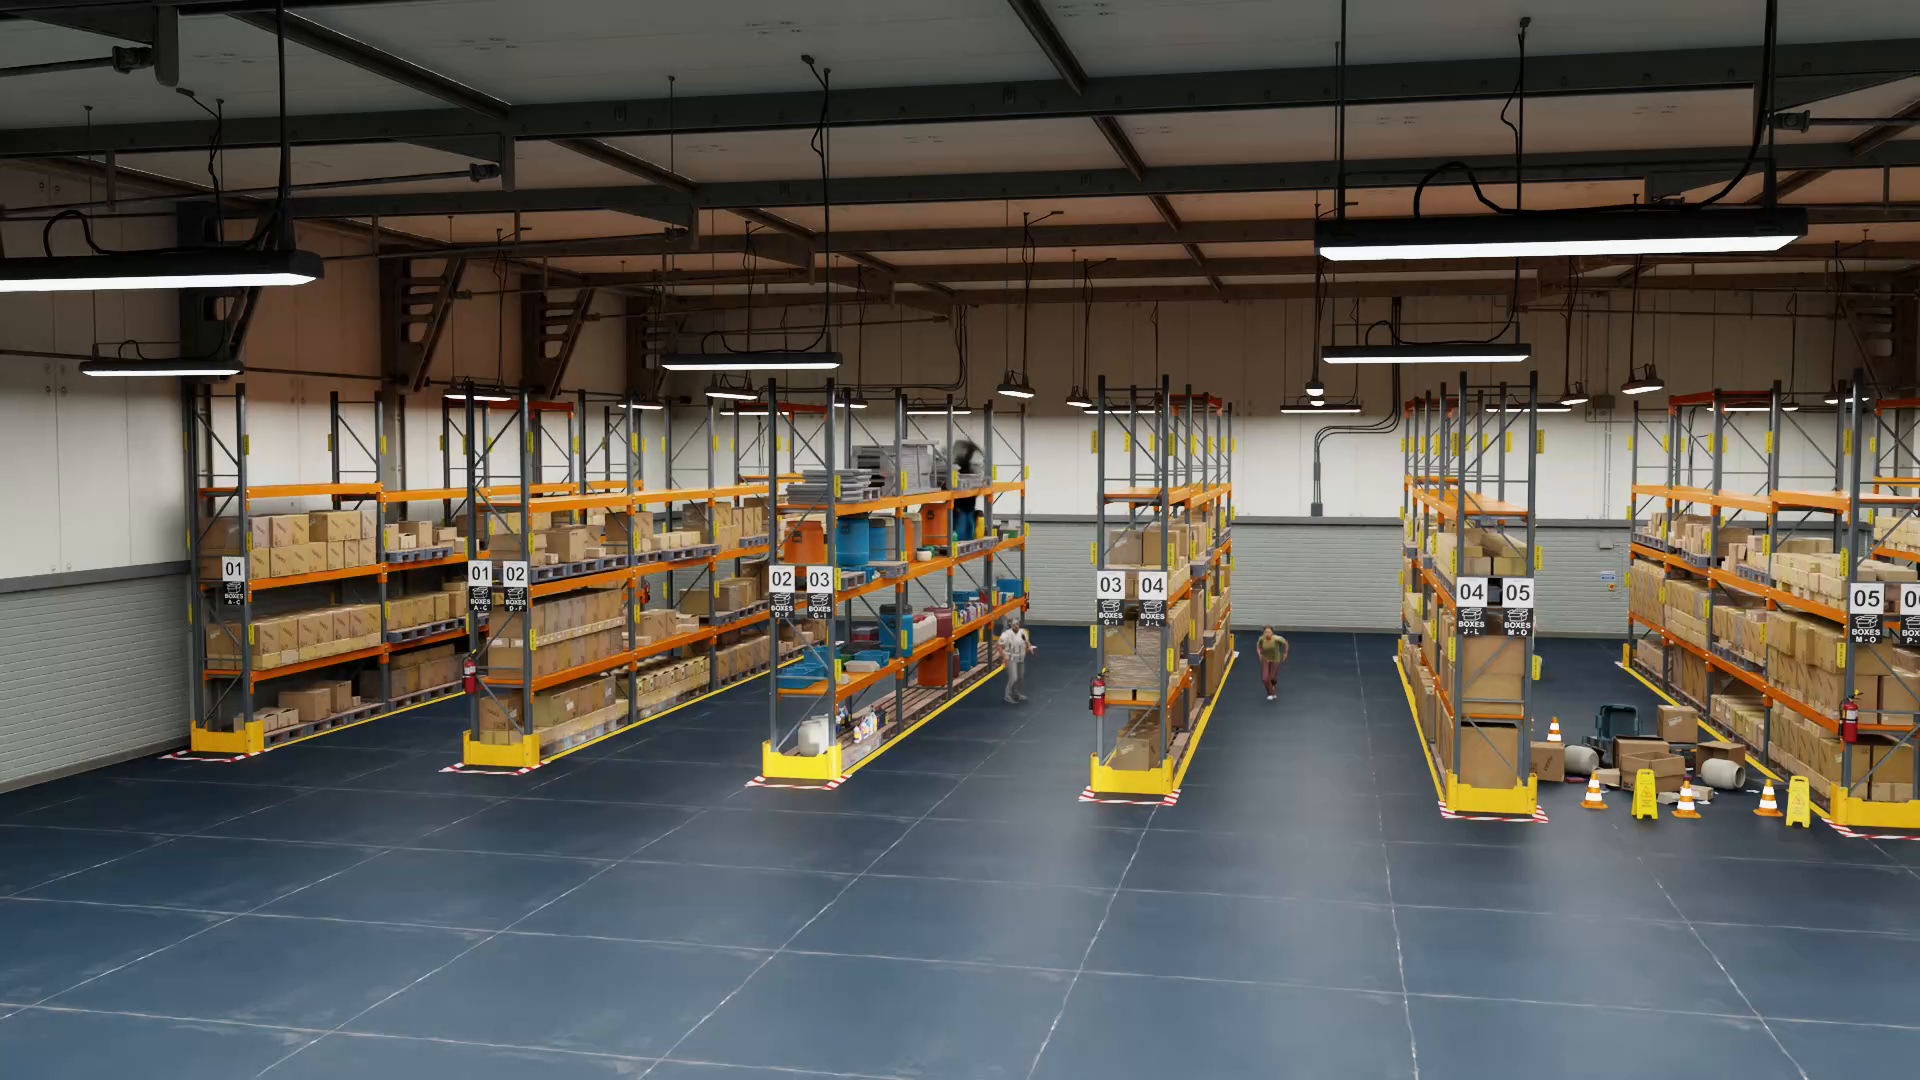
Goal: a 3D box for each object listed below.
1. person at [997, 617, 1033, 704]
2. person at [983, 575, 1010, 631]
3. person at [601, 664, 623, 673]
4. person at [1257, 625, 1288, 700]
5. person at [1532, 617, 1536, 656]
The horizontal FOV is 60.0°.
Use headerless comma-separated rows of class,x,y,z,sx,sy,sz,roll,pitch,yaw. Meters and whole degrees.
person,1.109,2.330,32.358,0.717,1.713,0.794,-2,4,-34
person,1.002,1.699,43.357,0.861,1.609,0.540,2,4,28
person,-7.070,2.241,33.531,0.750,1.780,0.718,0,3,6
person,6.128,2.390,32.599,0.601,1.507,0.799,1,3,20
person,12.310,2.146,36.295,0.732,1.586,0.933,-1,4,-23
